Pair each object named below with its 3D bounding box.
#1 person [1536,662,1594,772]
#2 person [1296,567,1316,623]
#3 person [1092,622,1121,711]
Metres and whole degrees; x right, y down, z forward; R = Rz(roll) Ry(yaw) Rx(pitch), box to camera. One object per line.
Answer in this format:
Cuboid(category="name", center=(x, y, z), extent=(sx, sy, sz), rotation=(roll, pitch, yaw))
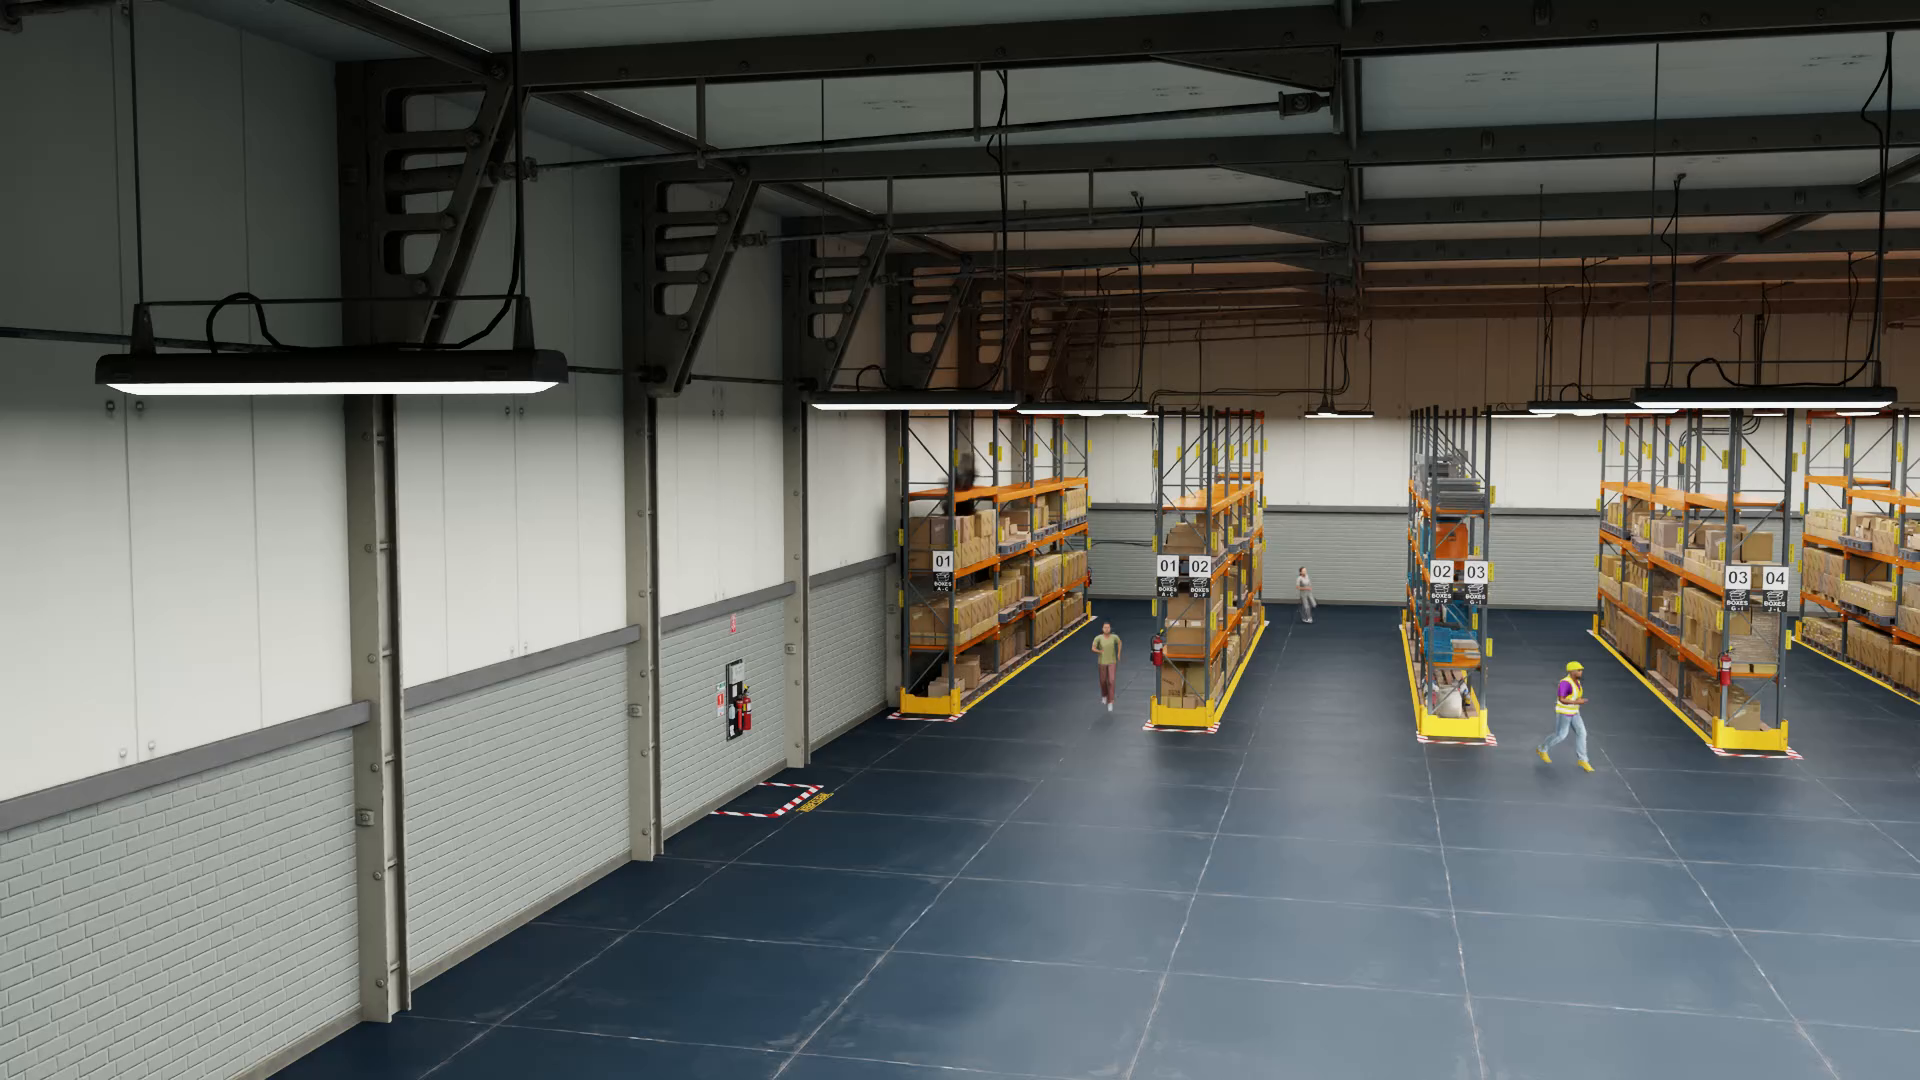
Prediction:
Cuboid(category="person", center=(9.986, 2.881, 27.384), extent=(0.984, 1.795, 0.729), rotation=(4, 6, 43))
Cuboid(category="person", center=(9.715, 1.551, 46.900), extent=(0.635, 1.613, 0.602), rotation=(-2, 5, -28))
Cuboid(category="person", center=(2.871, 2.445, 32.605), extent=(0.583, 1.709, 0.849), rotation=(0, 4, 5))
